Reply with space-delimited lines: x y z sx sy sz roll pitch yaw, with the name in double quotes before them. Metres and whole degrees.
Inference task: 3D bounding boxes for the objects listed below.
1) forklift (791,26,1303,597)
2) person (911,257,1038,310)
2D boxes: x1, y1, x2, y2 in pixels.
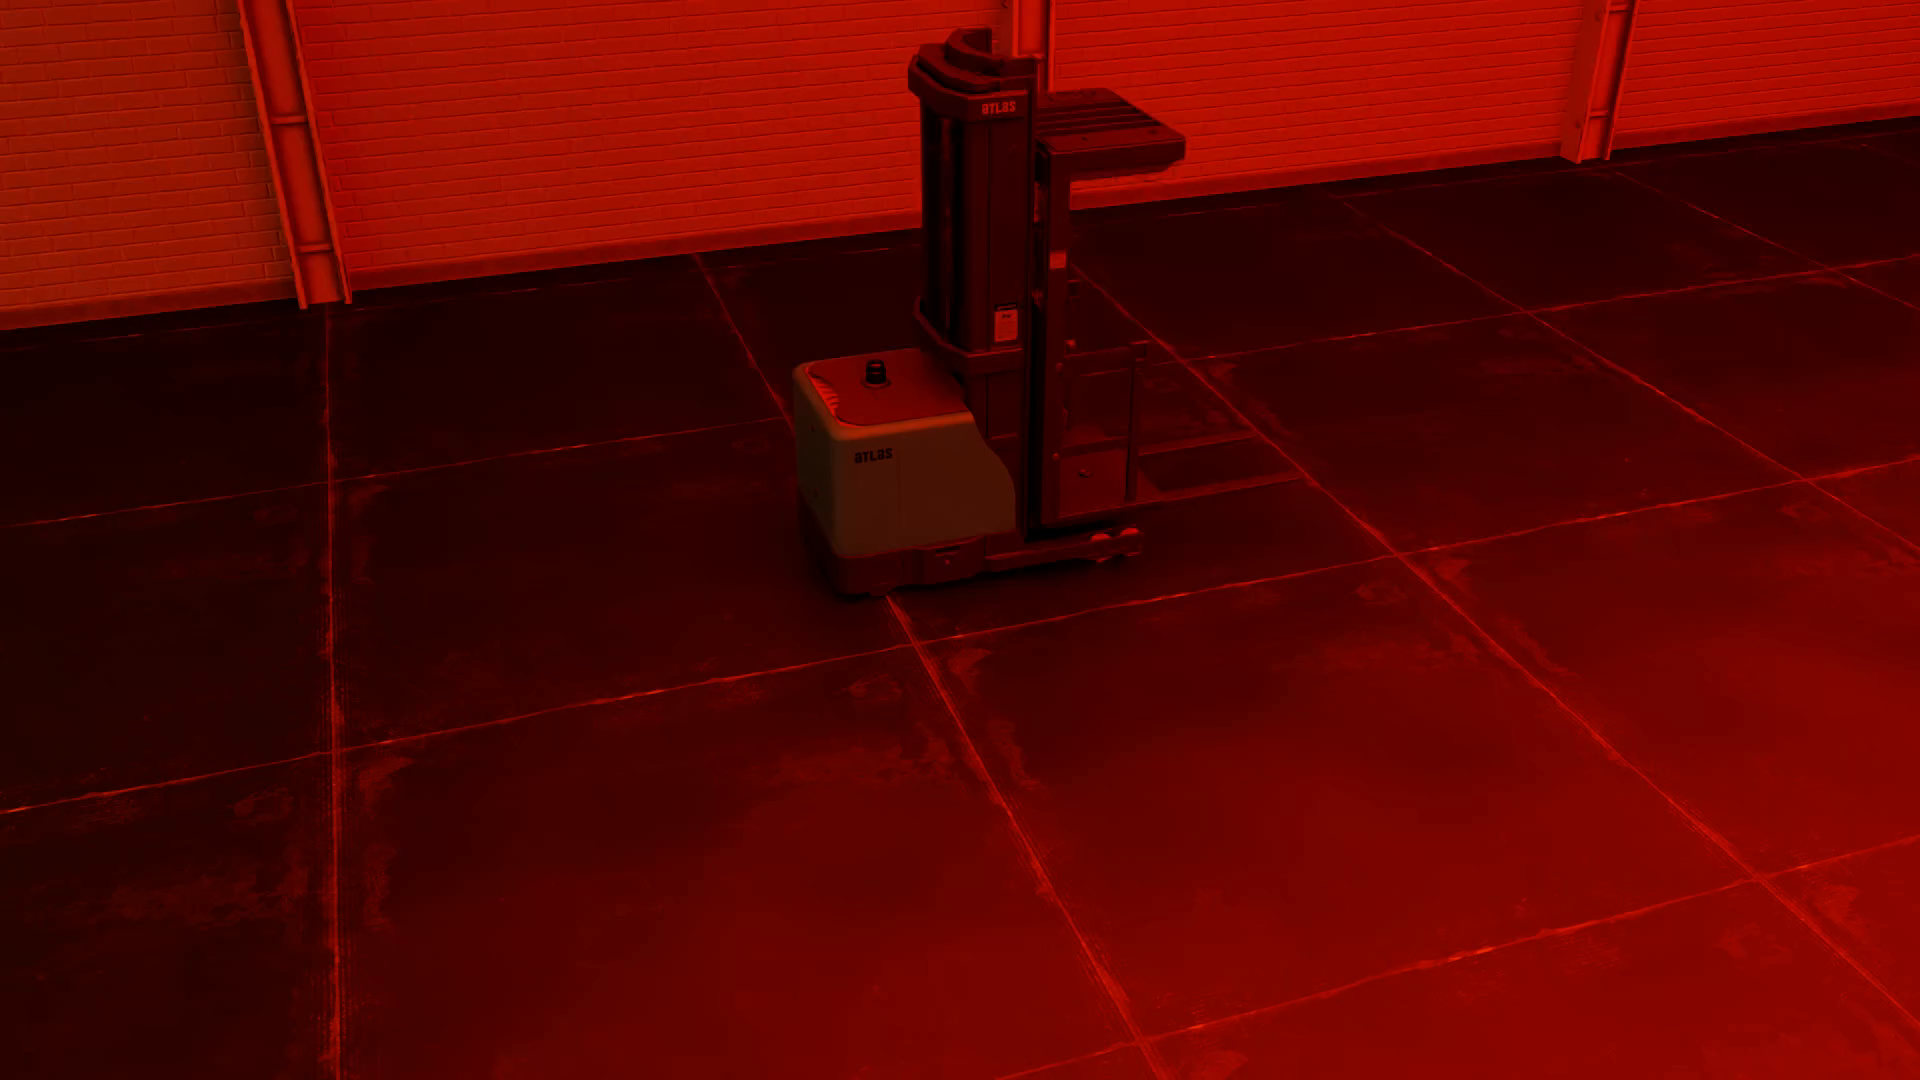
"forklift" 0.582 -1.380 9.485 3.031 2.935 1.130 -10 31 -16
"person" 0.106 -1.585 11.366 0.878 1.418 0.922 -2 30 -3
